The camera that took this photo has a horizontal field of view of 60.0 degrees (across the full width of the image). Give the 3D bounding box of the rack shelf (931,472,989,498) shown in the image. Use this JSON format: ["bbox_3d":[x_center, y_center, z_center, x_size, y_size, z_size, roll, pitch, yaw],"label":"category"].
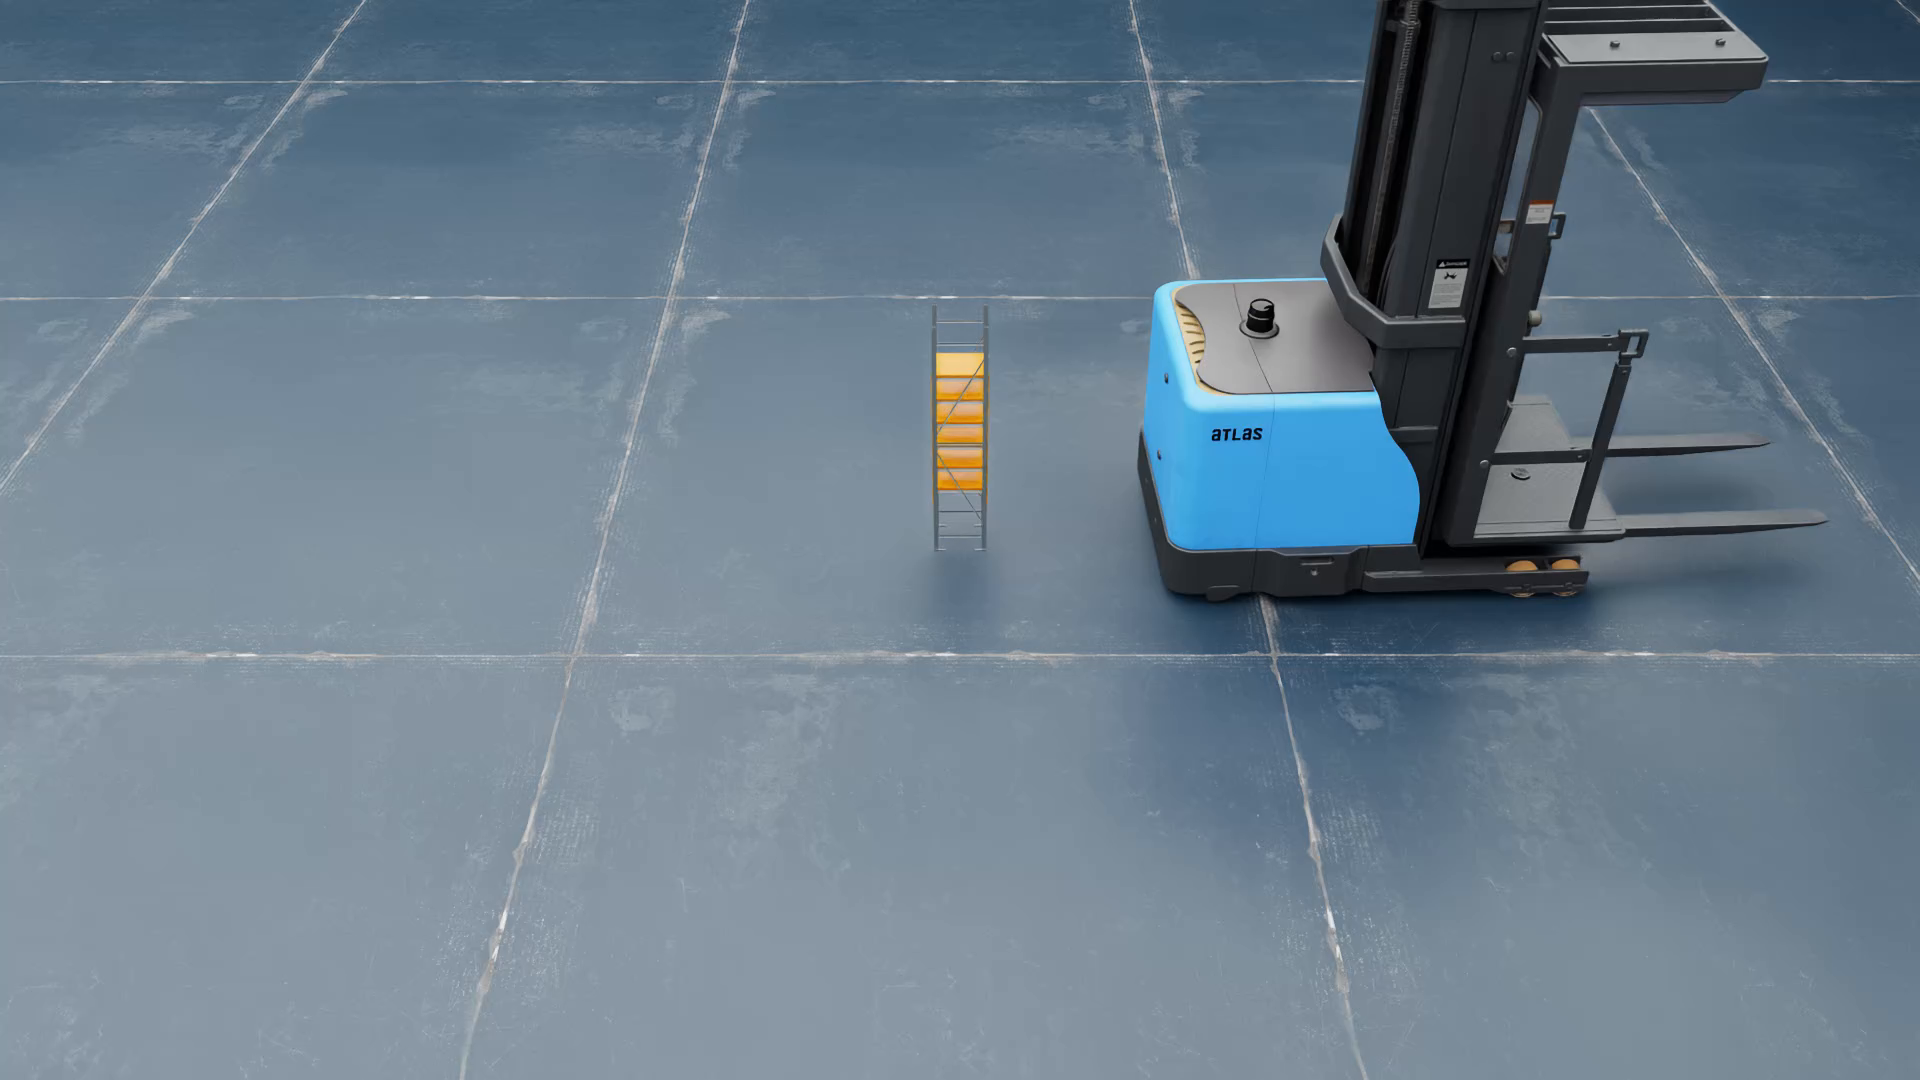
[{"bbox_3d":[0.000,-0.255,7.564,0.258,0.103,0.180,0,39,0],"label":"rack shelf"}]

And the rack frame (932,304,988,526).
[{"bbox_3d":[0.000,-0.534,7.457,0.240,1.200,0.006,0,39,0],"label":"rack frame"}]

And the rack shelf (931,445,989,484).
[{"bbox_3d":[0.000,-0.349,7.489,0.258,0.103,0.180,0,39,0],"label":"rack shelf"}]

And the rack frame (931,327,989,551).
[{"bbox_3d":[0.000,-0.420,7.315,0.240,1.200,0.006,0,39,0],"label":"rack frame"}]

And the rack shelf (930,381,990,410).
[{"bbox_3d":[0.000,-0.630,7.264,0.258,0.103,0.180,0,39,0],"label":"rack shelf"}]

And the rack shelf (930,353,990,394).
[{"bbox_3d":[0.000,-0.724,7.189,0.258,0.103,0.180,0,39,0],"label":"rack shelf"}]

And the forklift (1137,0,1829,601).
[{"bbox_3d":[2.394,-1.218,6.927,3.031,2.935,1.130,-2,39,-2],"label":"forklift"}]

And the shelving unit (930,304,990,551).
[{"bbox_3d":[0.000,-0.477,7.386,0.258,1.200,0.189,0,39,0],"label":"shelving unit"}]

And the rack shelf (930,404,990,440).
[{"bbox_3d":[0.000,-0.536,7.339,0.258,0.103,0.180,0,39,0],"label":"rack shelf"}]

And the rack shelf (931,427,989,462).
[{"bbox_3d":[0.000,-0.443,7.414,0.258,0.103,0.180,0,39,0],"label":"rack shelf"}]
